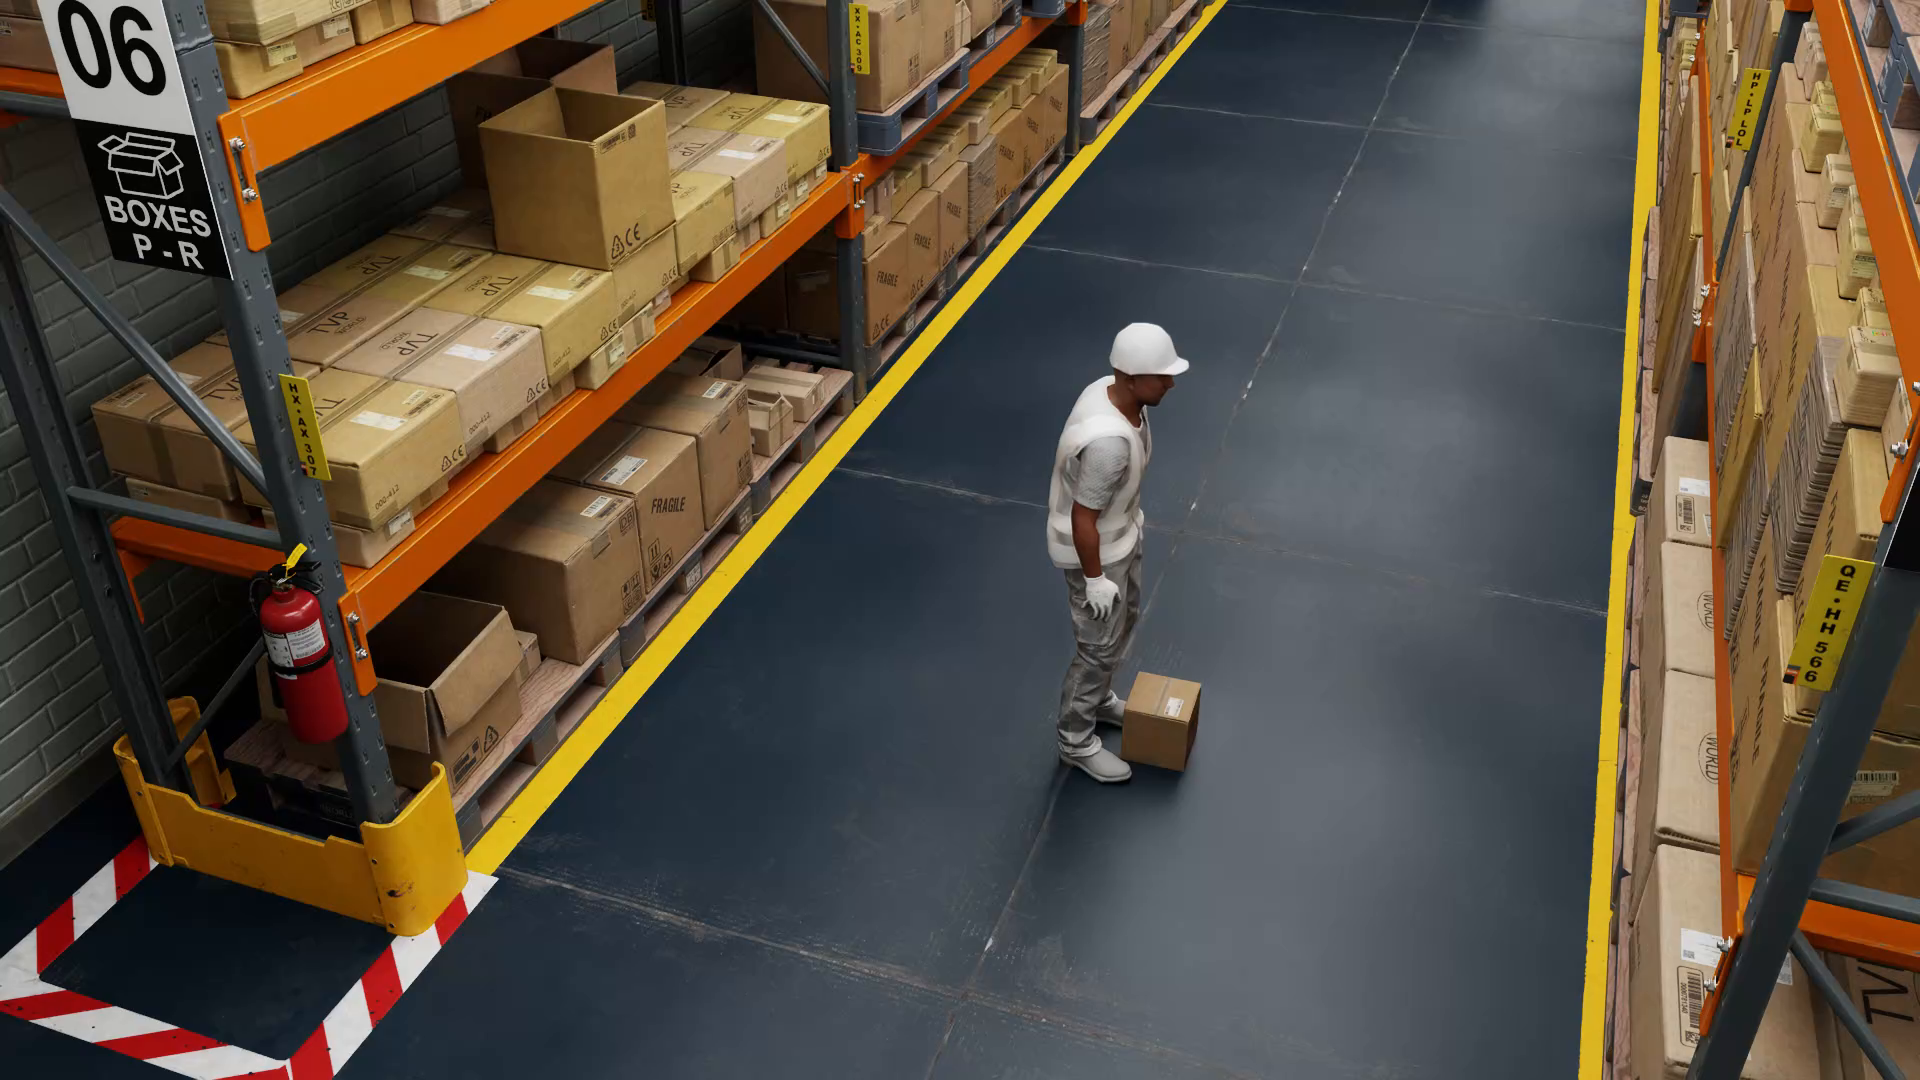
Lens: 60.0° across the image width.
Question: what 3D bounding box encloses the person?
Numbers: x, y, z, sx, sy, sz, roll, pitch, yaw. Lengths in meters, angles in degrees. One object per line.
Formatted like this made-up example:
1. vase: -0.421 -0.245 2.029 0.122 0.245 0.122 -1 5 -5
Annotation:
1. person: 0.552 0.026 6.091 0.451 1.771 0.619 9 34 14
